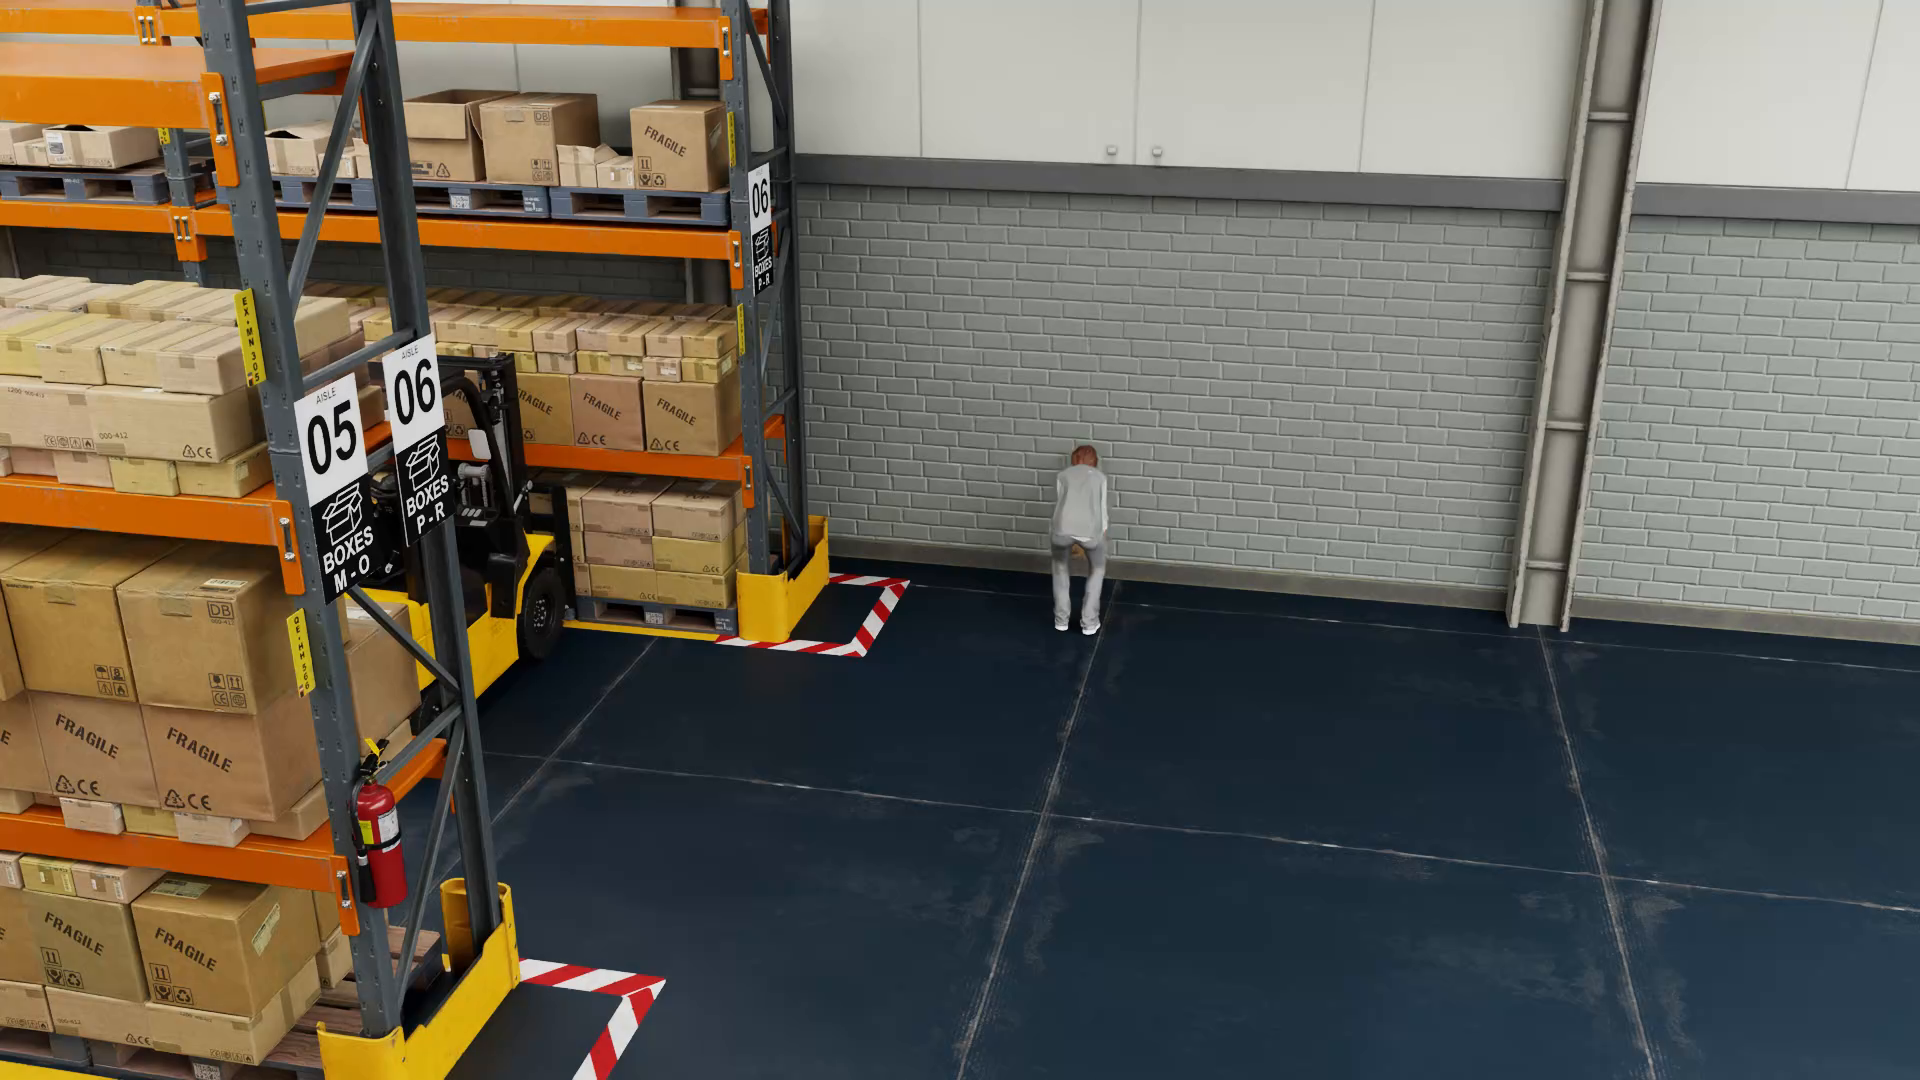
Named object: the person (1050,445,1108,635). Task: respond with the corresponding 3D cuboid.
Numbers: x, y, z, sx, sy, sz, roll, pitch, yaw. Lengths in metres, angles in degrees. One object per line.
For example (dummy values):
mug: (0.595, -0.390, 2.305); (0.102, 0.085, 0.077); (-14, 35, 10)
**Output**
person: (0.846, 0.008, 11.633); (0.389, 1.189, 0.820); (4, 22, 9)
